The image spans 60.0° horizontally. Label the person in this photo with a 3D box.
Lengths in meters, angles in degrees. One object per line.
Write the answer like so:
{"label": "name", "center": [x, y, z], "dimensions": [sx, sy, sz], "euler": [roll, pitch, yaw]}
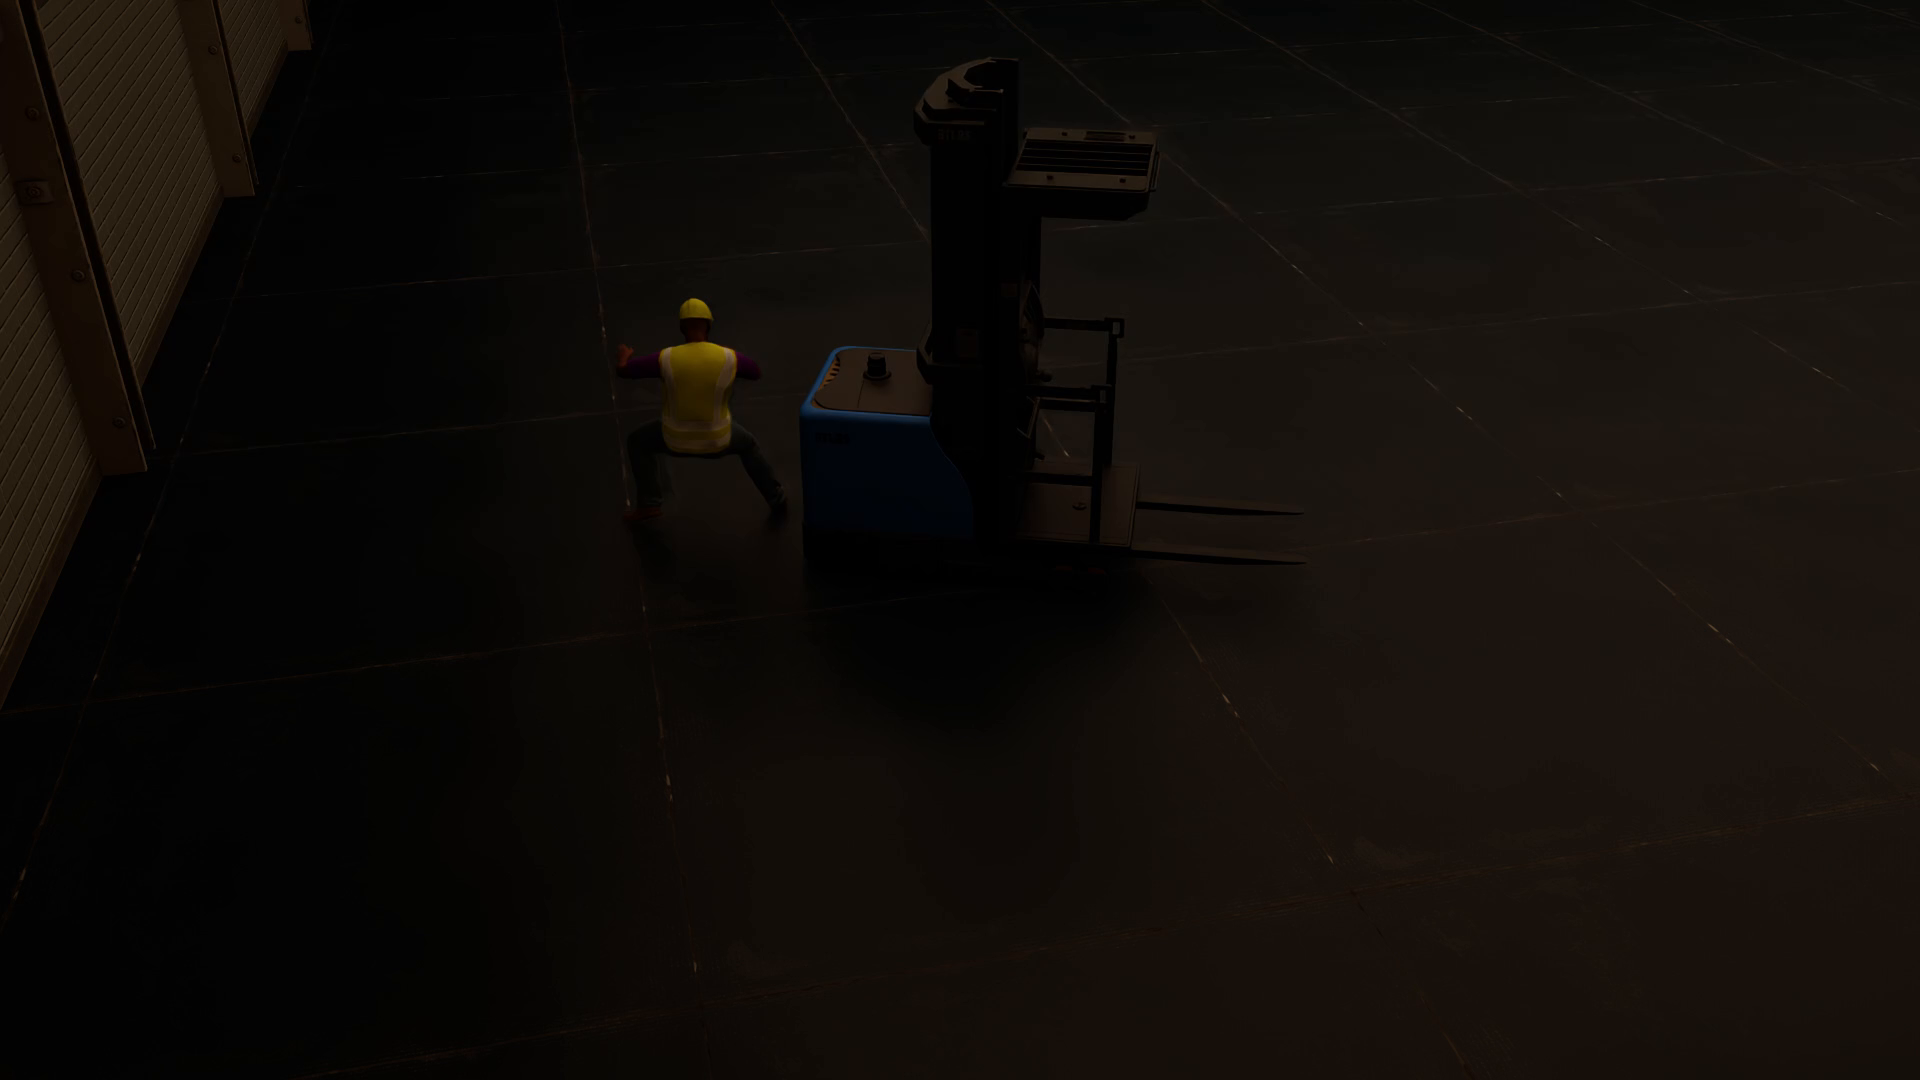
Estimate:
{"label": "person", "center": [-1.642, -0.812, 10.389], "dimensions": [1.061, 1.524, 0.744], "euler": [-4, 30, -6]}

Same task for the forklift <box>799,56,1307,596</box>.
{"label": "forklift", "center": [0.603, -1.222, 9.686], "dimensions": [3.031, 2.935, 1.130], "euler": [4, 30, 8]}
